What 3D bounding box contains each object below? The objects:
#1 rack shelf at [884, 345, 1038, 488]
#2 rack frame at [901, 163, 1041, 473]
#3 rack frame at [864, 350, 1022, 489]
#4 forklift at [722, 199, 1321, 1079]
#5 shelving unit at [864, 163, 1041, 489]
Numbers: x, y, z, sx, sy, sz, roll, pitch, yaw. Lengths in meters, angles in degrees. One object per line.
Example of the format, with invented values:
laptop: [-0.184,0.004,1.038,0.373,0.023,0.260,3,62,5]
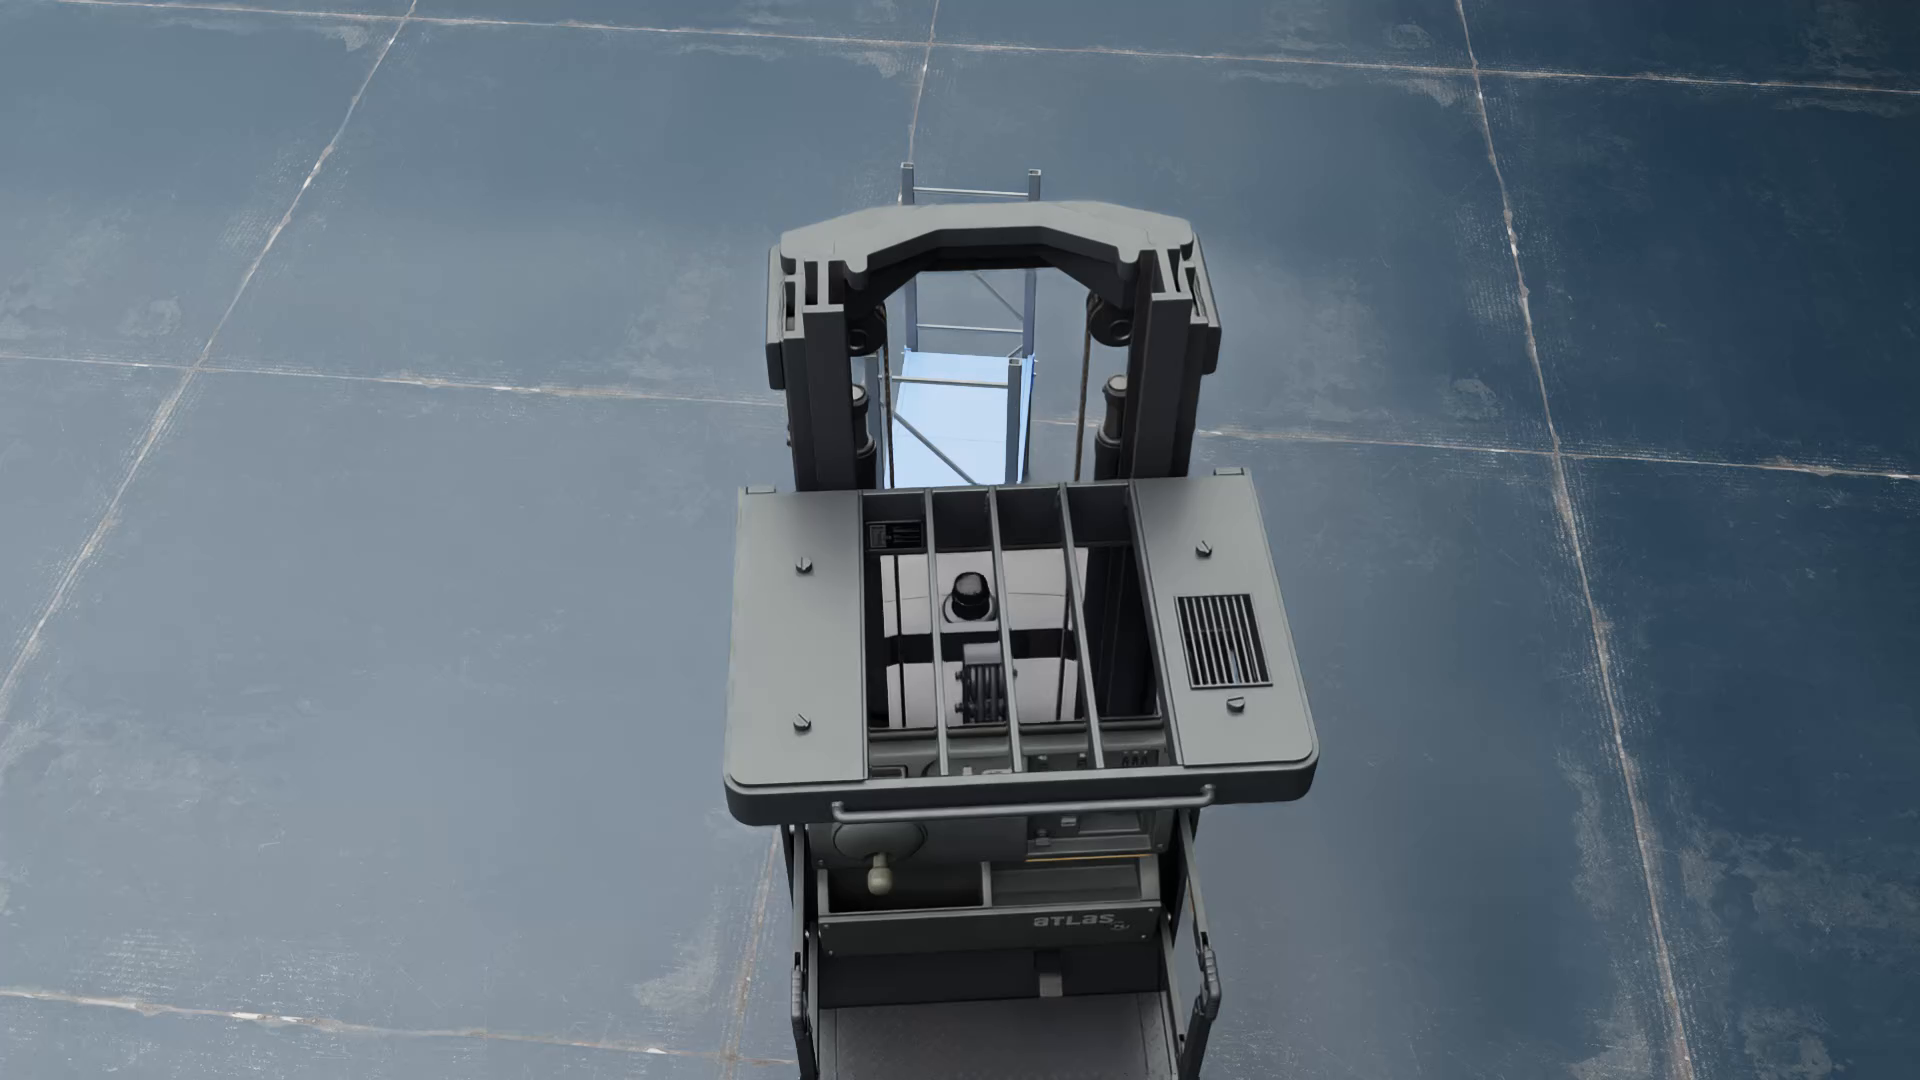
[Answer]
rack shelf: [-0.008,-0.322,6.272,0.538,0.185,1.000,4,48,4]
rack frame: [0.039,-0.817,6.481,0.500,1.500,0.032,4,48,4]
rack frame: [-0.054,-0.070,5.798,0.500,1.500,0.032,4,48,4]
forklift: [0.093,0.785,4.046,1.130,2.935,3.031,-2,48,-2]
shelving unit: [-0.008,-0.443,6.139,0.538,1.500,1.048,4,48,4]
